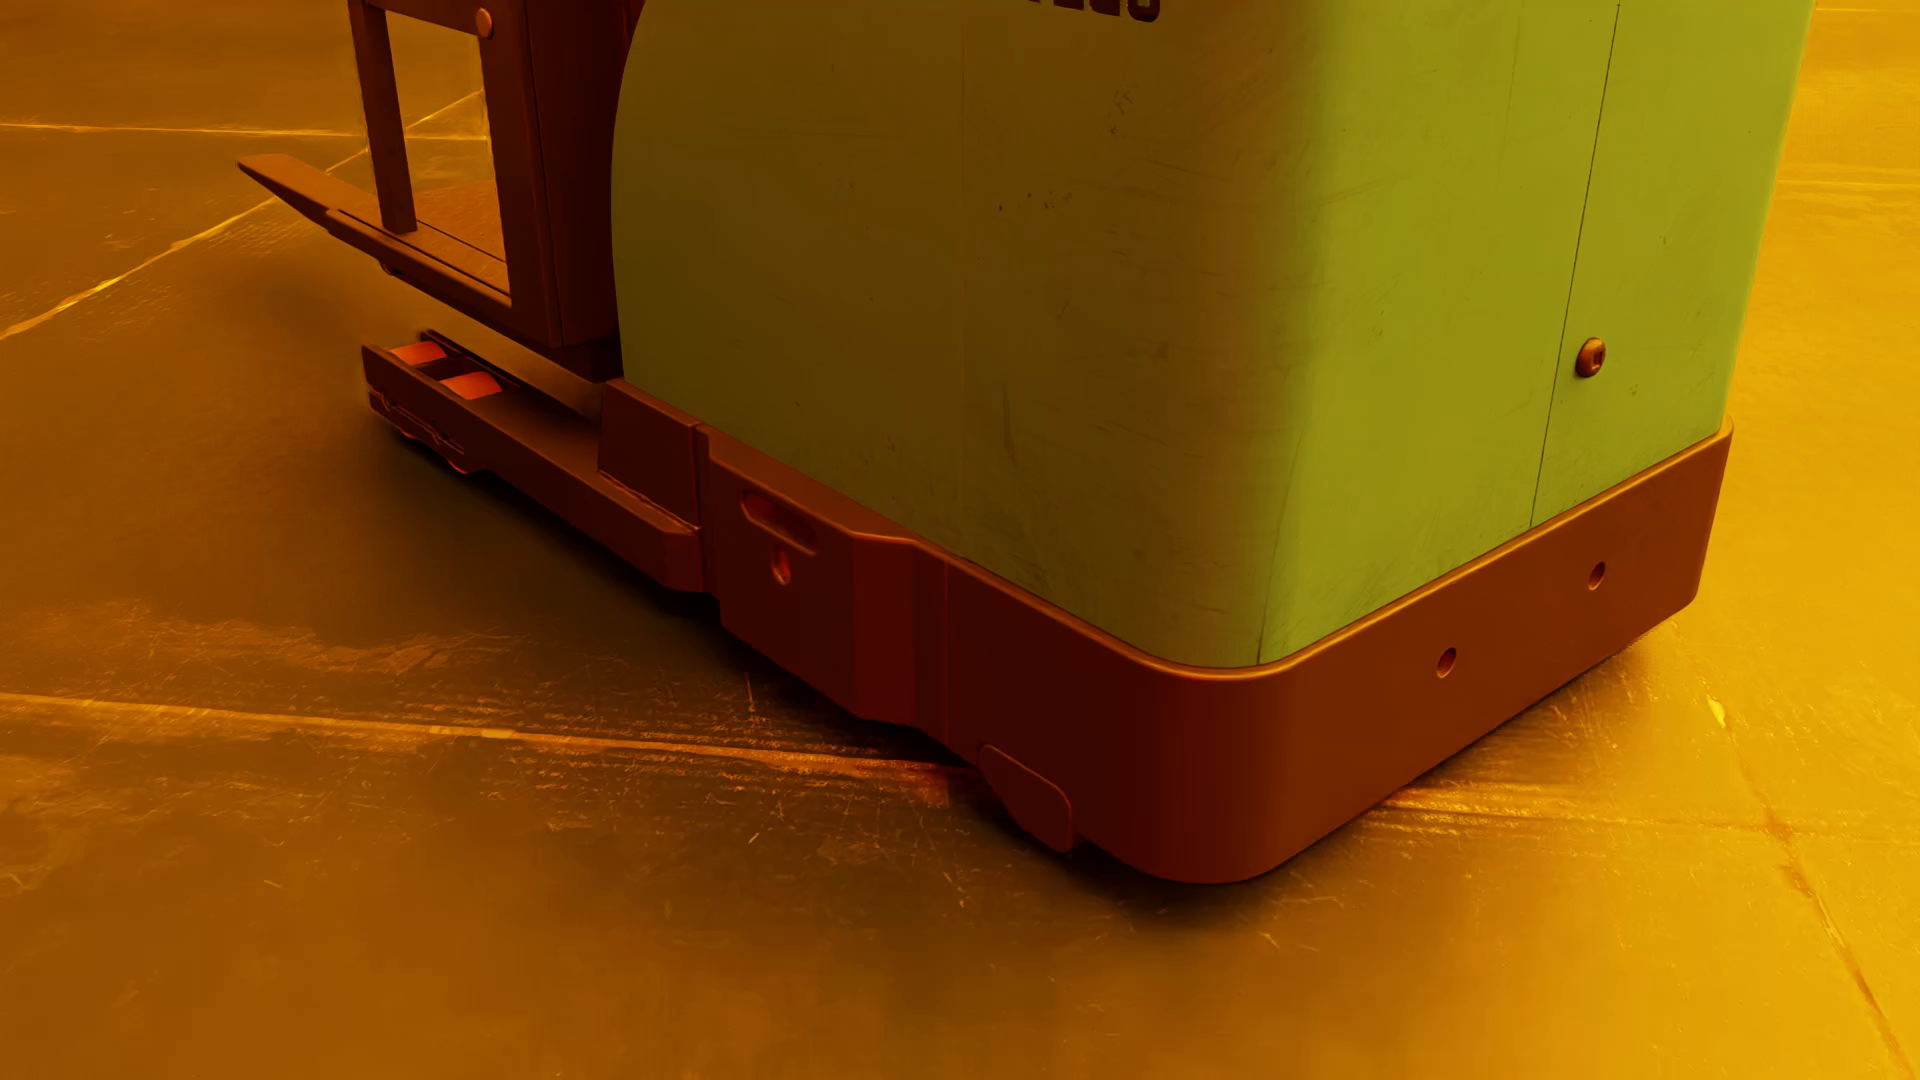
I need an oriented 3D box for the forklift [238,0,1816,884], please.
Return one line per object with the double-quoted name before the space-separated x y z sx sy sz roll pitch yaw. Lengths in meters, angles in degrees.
"forklift" -0.362 -1.549 2.321 1.130 2.935 3.031 -21 33 -36
